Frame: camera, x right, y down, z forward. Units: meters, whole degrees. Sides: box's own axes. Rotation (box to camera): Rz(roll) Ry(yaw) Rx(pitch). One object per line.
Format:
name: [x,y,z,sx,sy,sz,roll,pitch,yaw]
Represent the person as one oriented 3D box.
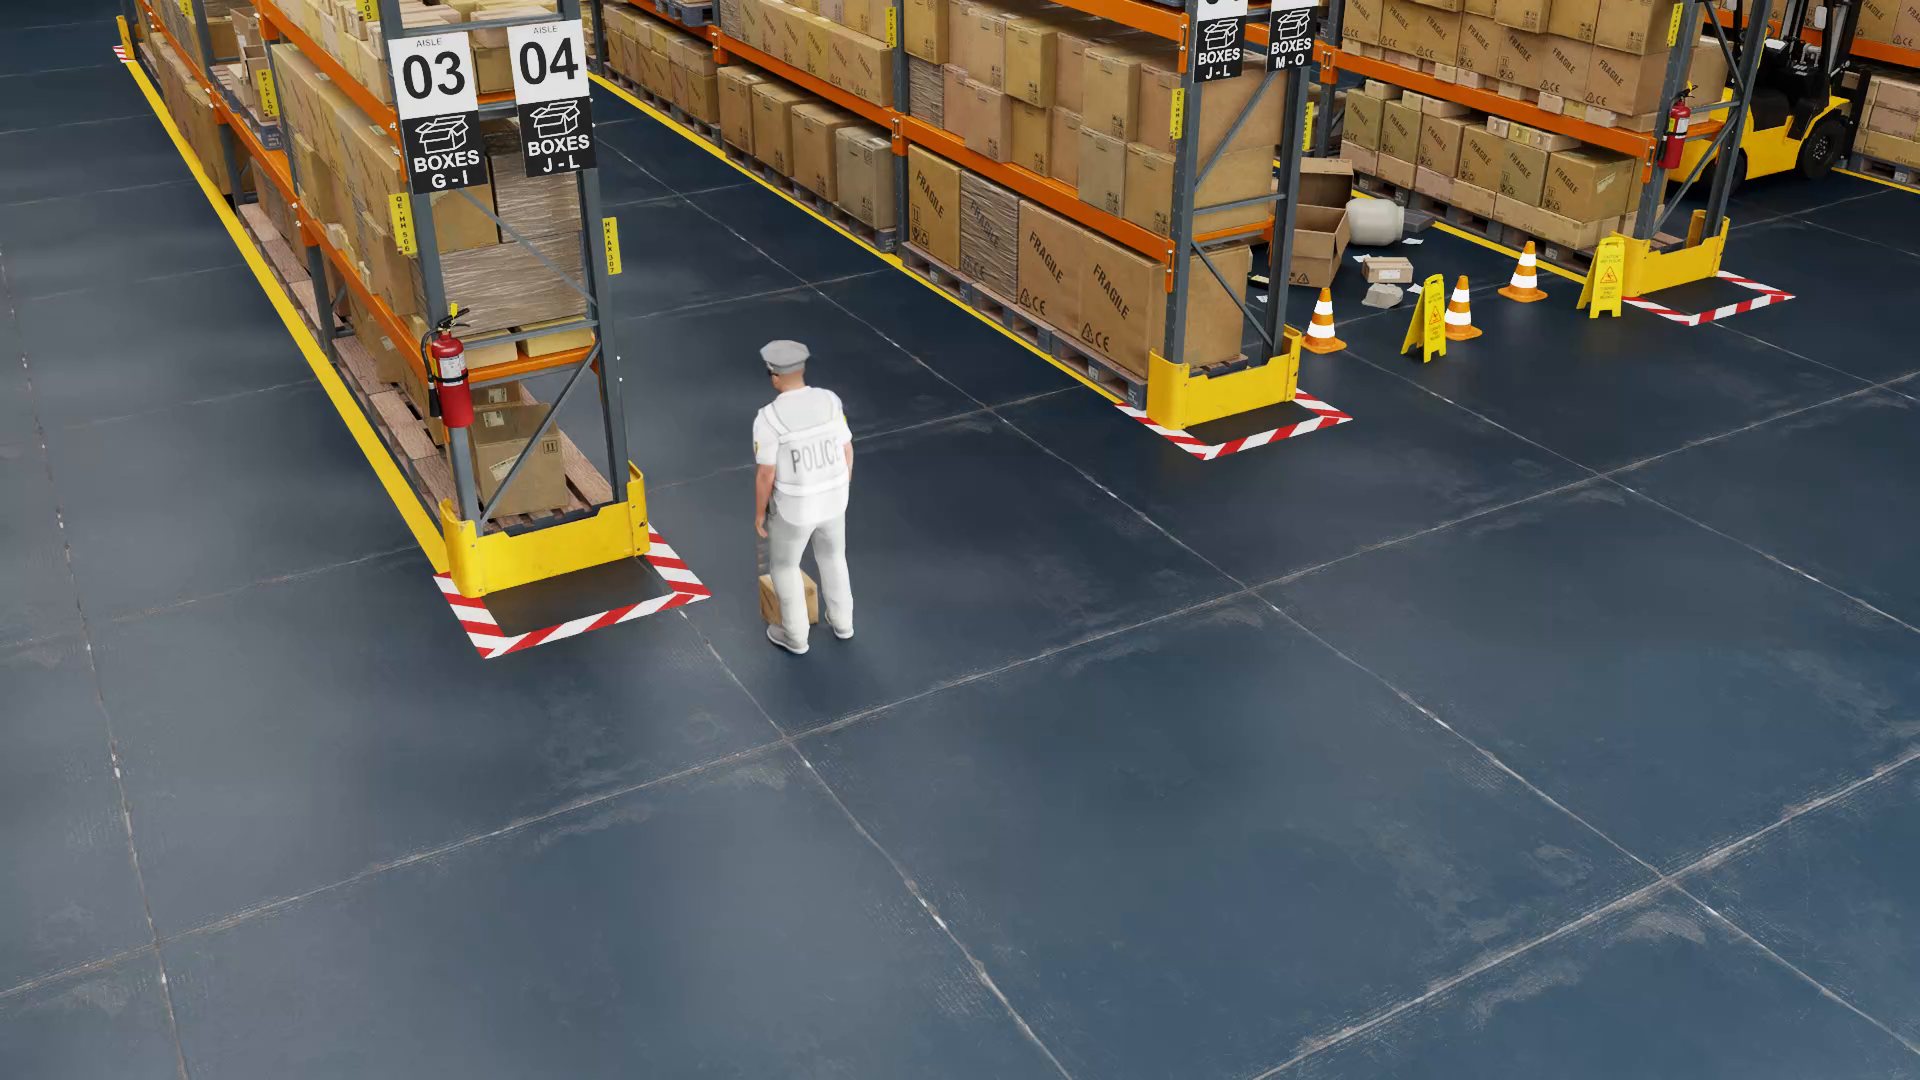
person: [-0.831,-0.202,8.925,0.590,1.746,0.436,-17,33,-28]
